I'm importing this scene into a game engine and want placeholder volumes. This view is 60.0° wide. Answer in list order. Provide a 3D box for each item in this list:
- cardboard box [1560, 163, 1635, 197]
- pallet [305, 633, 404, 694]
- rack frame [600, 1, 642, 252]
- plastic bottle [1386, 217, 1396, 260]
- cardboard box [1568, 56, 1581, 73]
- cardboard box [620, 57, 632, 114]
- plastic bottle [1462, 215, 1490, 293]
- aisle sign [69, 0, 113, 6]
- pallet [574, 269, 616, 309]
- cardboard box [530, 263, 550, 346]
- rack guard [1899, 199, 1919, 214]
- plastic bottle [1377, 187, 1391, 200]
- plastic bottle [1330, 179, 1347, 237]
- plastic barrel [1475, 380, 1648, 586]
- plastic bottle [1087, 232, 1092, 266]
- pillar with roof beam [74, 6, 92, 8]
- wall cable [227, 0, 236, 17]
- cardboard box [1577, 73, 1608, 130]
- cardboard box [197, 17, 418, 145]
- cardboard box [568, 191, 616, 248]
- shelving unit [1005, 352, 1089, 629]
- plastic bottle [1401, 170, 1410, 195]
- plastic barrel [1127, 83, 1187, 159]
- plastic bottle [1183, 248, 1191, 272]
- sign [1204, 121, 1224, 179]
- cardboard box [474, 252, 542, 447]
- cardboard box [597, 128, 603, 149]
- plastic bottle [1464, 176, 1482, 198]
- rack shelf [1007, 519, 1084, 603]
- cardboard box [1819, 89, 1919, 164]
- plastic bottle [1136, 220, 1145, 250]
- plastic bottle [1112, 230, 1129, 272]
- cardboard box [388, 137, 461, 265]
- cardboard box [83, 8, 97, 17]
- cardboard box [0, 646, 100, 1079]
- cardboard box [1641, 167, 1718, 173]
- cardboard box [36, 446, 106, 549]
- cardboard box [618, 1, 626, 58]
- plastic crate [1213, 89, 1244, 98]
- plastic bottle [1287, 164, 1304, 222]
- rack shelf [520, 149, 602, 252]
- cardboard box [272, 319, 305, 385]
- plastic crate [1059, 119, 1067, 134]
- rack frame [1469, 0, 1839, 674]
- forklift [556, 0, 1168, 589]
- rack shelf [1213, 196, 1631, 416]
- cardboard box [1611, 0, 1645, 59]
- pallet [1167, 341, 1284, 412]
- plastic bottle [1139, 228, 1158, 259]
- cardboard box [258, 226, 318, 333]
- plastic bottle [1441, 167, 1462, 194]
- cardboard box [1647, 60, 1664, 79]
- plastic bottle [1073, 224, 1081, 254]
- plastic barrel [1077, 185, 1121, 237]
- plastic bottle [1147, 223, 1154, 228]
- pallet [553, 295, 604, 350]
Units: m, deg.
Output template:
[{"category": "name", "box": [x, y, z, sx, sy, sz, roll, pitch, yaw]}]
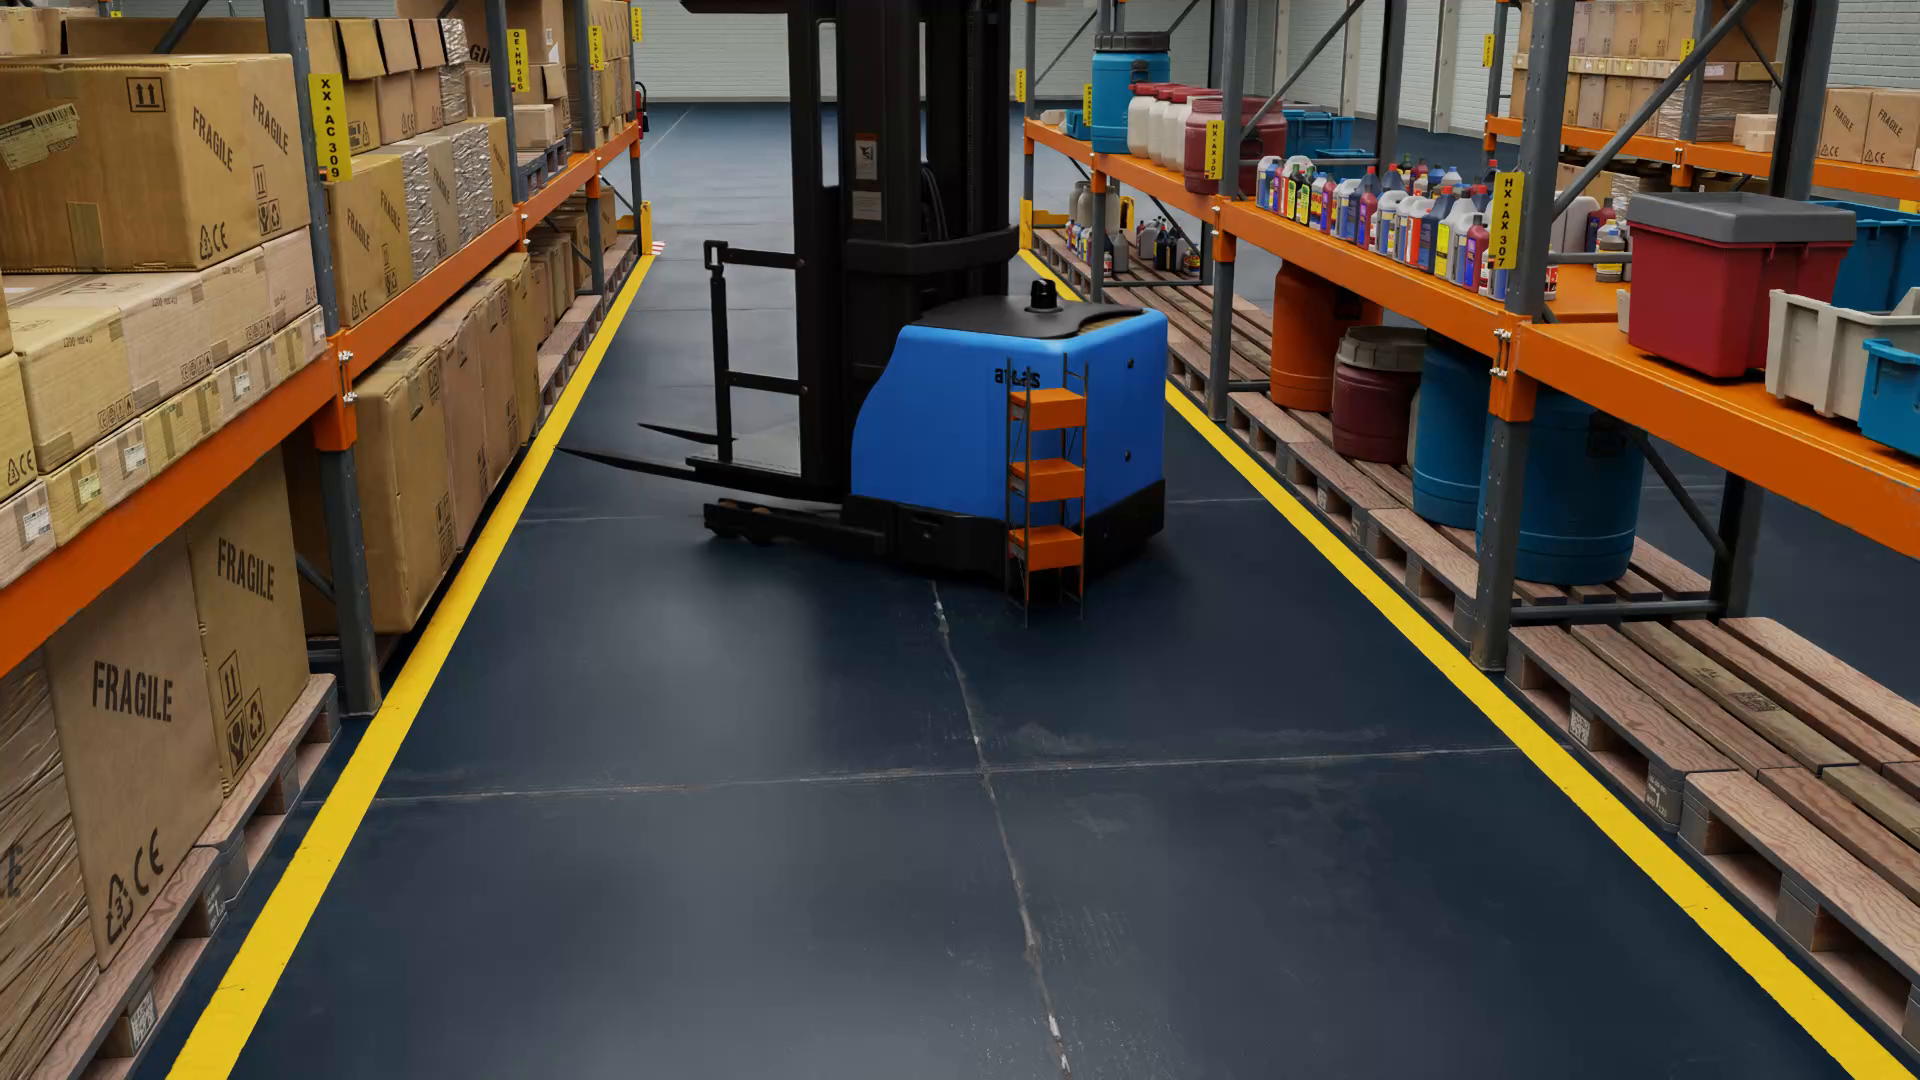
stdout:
[{"category": "cardboard box", "box": [6.084, -3.332, 15.921, 0.500, 0.500, 0.500, -2, 18, -6]}, {"category": "pallet", "box": [-2.672, 0.283, 6.422, 1.003, 0.211, 1.213, -2, 18, -6]}, {"category": "rack frame", "box": [-3.756, -4.395, 16.668, 1.000, 3.000, 0.127, -2, 18, -6]}, {"category": "plastic bottle", "box": [1.904, -1.318, 7.200, 0.097, 0.201, 0.097, 0, 17, 0]}, {"category": "cardboard box", "box": [6.059, -4.550, 15.911, 0.380, 0.149, 0.250, -2, 18, -6]}, {"category": "cardboard box", "box": [-3.555, -4.274, 15.621, 0.875, 0.500, 0.500, -2, 18, -6]}, {"category": "plastic bottle", "box": [1.977, -1.092, 6.342, 0.061, 0.283, 0.133, -2, 18, -6]}, {"category": "aisle sign", "box": [-8.408, -5.542, 15.983, 0.394, 0.787, 0.004, -2, 18, -6]}, {"category": "pallet", "box": [-3.447, -2.072, 13.923, 1.003, 0.211, 1.213, -2, 18, -6]}, {"category": "cardboard box", "box": [-3.155, -1.561, 11.081, 0.700, 0.500, 0.500, 0, 17, -1]}, {"category": "rack guard", "box": [11.033, -3.639, 18.432, 1.175, 0.500, 0.348, -2, 18, -6]}, {"category": "plastic bottle", "box": [1.927, -1.462, 7.542, 0.097, 0.271, 0.097, 0, 17, 0]}, {"category": "plastic bottle", "box": [1.823, -1.585, 7.931, 0.097, 0.271, 0.097, 0, 17, 0]}, {"category": "plastic barrel", "box": [2.369, -0.334, 6.537, 0.600, 0.901, 0.708, -2, 18, -6]}, {"category": "plastic bottle", "box": [1.152, -2.557, 14.616, 0.061, 0.283, 0.133, -1, 17, -2]}, {"category": "pillar with roof beam", "box": [-18.186, -15.632, 42.446, 9.100, 9.000, 0.400, -2, 18, -6]}, {"category": "wall cable", "box": [-21.457, -14.936, 45.414, 3.097, 2.526, 0.112, -2, 18, -6]}, {"category": "cardboard box", "box": [6.296, -4.147, 15.711, 0.700, 0.500, 0.500, -1, 17, -4]}, {"category": "cardboard box", "box": [-2.731, -1.925, 6.961, 0.797, 0.503, 0.637, -1, 17, -4]}, {"category": "cardboard box", "box": [-3.612, -3.039, 15.821, 0.500, 0.500, 0.500, 3, 18, 9]}, {"category": "shelving unit", "box": [0.336, -0.192, 6.537, 0.252, 1.050, 0.215, -7, 19, -22]}, {"category": "plastic bottle", "box": [2.456, -1.927, 9.140, 0.097, 0.201, 0.097, 0, 17, 0]}, {"category": "plastic barrel", "box": [1.464, -3.129, 12.409, 0.433, 0.535, 0.433, 0, 17, 0]}, {"category": "plastic bottle", "box": [1.966, -2.400, 14.251, 0.097, 0.201, 0.097, 0, 17, 0]}, {"category": "sign", "box": [1.450, -2.223, 9.478, 0.100, 0.325, 0.005, -2, 18, -6]}, {"category": "cardboard box", "box": [-2.880, -0.992, 8.674, 1.225, 0.875, 0.875, -3, 18, -8]}, {"category": "cardboard box", "box": [-3.079, -3.231, 13.382, 0.380, 0.149, 0.250, -2, 18, -6]}, {"category": "plastic bottle", "box": [2.456, -1.601, 7.965, 0.061, 0.283, 0.133, -2, 18, -6]}, {"category": "rack shelf", "box": [0.336, 0.083, 6.624, 0.240, 0.259, 0.215, -7, 19, -22]}, {"category": "cardboard box", "box": [6.680, -3.020, 12.122, 0.500, 0.500, 0.500, -2, 18, -6]}, {"category": "plastic bottle", "box": [1.689, -2.849, 15.544, 0.061, 0.283, 0.133, -2, 18, -6]}, {"category": "plastic bottle", "box": [1.374, -2.490, 14.287, 0.144, 0.351, 0.185, -2, 18, -6]}, {"category": "cardboard box", "box": [-2.479, -1.465, 7.168, 0.500, 0.500, 0.500, -1, 17, -5]}, {"category": "cardboard box", "box": [-8.700, -4.747, 15.736, 0.875, 0.550, 0.550, -2, 18, -6]}, {"category": "cardboard box", "box": [-2.345, 0.726, 3.202, 0.875, 0.875, 0.875, -2, 18, -6]}, {"category": "cardboard box", "box": [6.671, -3.200, 15.500, 0.500, 0.500, 0.500, -2, 18, -6]}, {"category": "cardboard box", "box": [-1.974, -0.082, 3.350, 0.380, 0.149, 0.250, -2, 18, -7]}, {"category": "cardboard box", "box": [-3.396, -4.756, 15.487, 0.500, 0.500, 0.500, -2, 18, -6]}, {"category": "plastic crate", "box": [1.938, -3.252, 12.920, 0.402, 0.464, 0.583, -2, 18, -6]}, {"category": "plastic bottle", "box": [1.735, -1.791, 8.568, 0.061, 0.283, 0.133, -2, 18, -6]}, {"category": "rack shelf", "box": [-3.137, -2.264, 11.082, 1.077, 0.370, 4.000, -2, 18, -6]}, {"category": "cardboard box", "box": [-2.134, -0.542, 4.816, 0.380, 0.149, 0.250, -1, 17, -5]}, {"category": "plastic crate", "box": [1.164, -3.706, 14.915, 0.530, 0.136, 0.437, -2, 18, -6]}, {"category": "rack frame", "box": [2.409, -0.973, 5.767, 1.000, 3.000, 0.127, -2, 18, -6]}, {"category": "forklift", "box": [-0.592, -1.505, 7.576, 3.031, 2.935, 1.130, 10, 20, 30]}, {"category": "rack shelf", "box": [2.202, -1.225, 7.773, 1.077, 0.370, 4.000, -2, 18, -6]}, {"category": "cardboard box", "box": [6.354, -4.606, 15.009, 0.700, 0.500, 0.500, -2, 18, -6]}, {"category": "pallet", "box": [1.955, -1.066, 10.720, 1.003, 0.211, 1.213, -2, 18, -6]}, {"category": "plastic bottle", "box": [1.705, -2.691, 15.052, 0.152, 0.276, 0.135, -2, 18, -6]}, {"category": "cardboard box", "box": [-2.211, -0.767, 4.865, 0.500, 0.250, 0.500, -2, 18, -7]}, {"category": "plastic bottle", "box": [2.520, -1.776, 8.541, 0.097, 0.271, 0.097, 0, 17, 0]}, {"category": "cardboard box", "box": [6.217, -4.091, 14.451, 0.380, 0.149, 0.250, -2, 18, -7]}, {"category": "plastic bottle", "box": [1.094, -2.774, 15.327, 0.097, 0.271, 0.097, 0, 17, 0]}, {"category": "plastic barrel", "box": [1.367, -3.218, 16.372, 0.421, 0.512, 0.421, 0, 17, 0]}, {"category": "plastic bottle", "box": [1.809, -2.807, 15.424, 0.152, 0.276, 0.135, -2, 18, -7]}, {"category": "pallet", "box": [-3.261, -1.641, 12.551, 1.003, 0.211, 1.213, -2, 18, -6]}]
